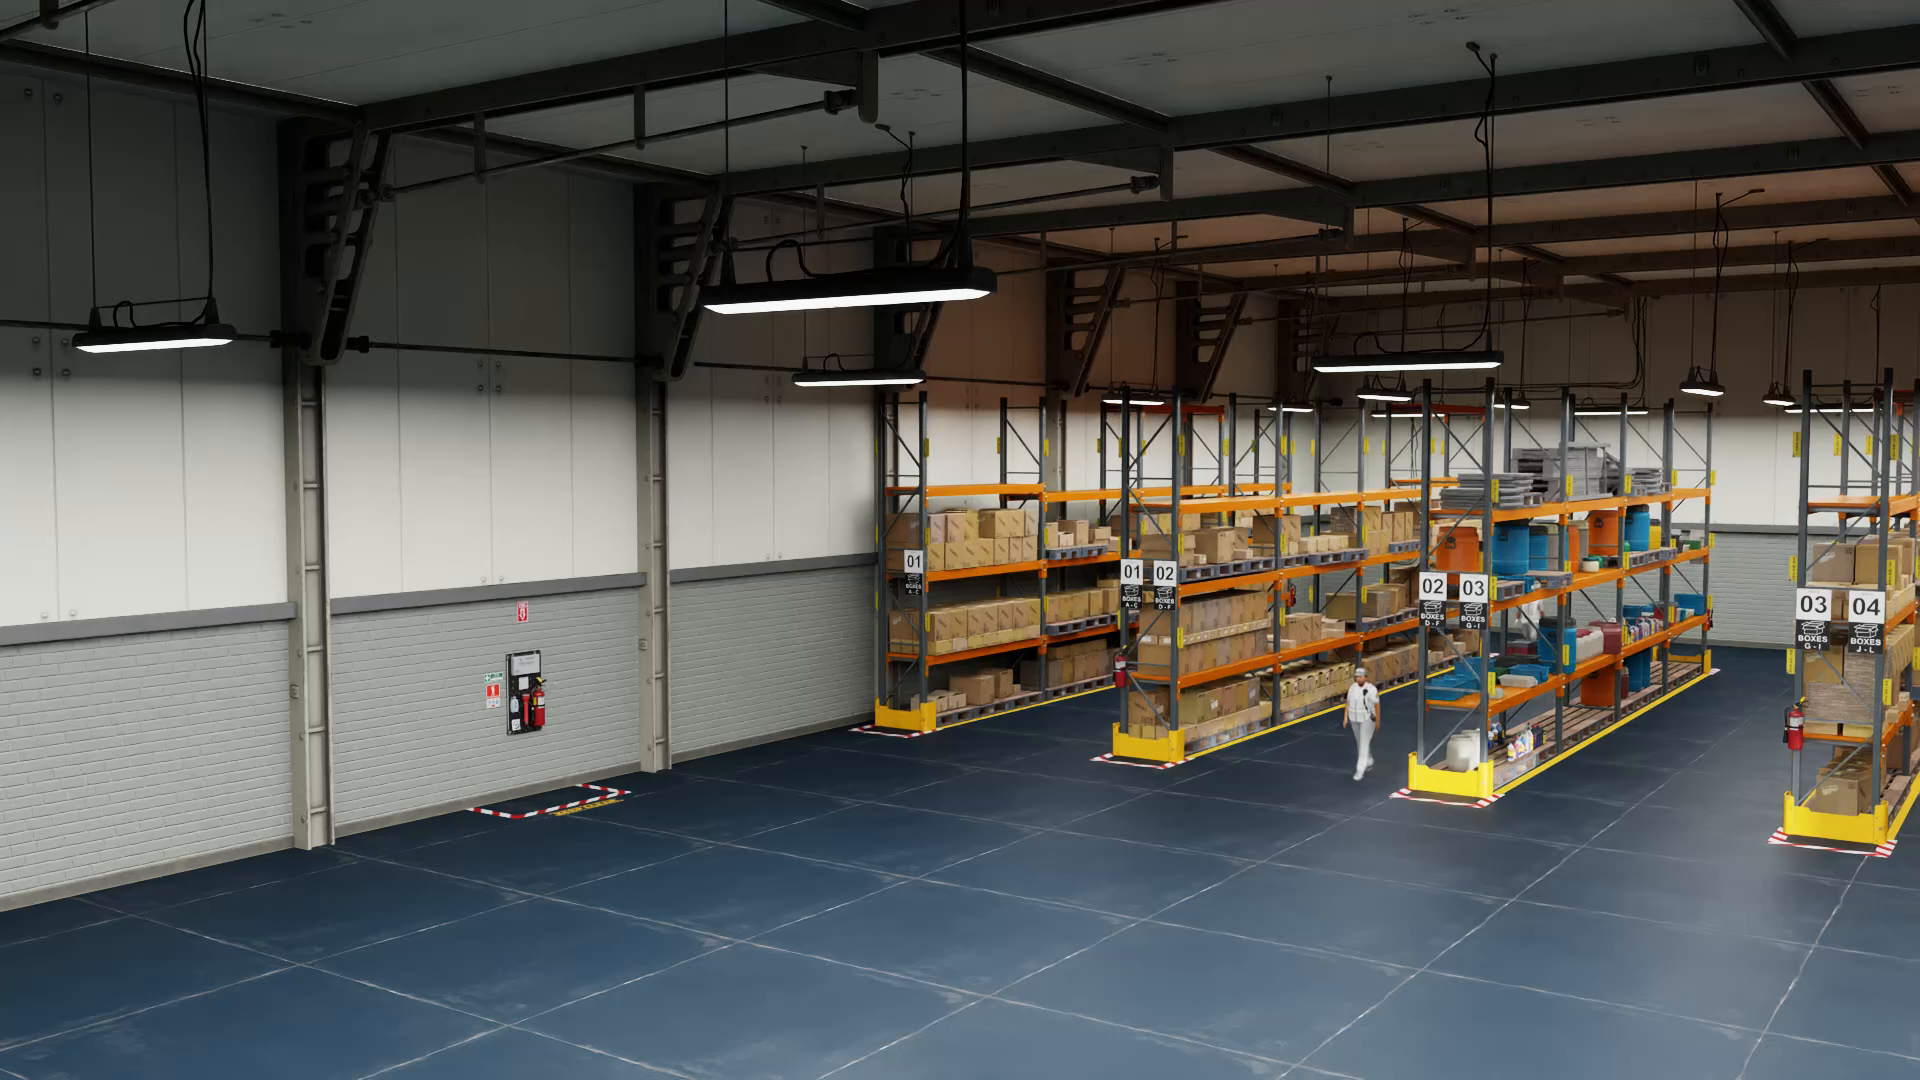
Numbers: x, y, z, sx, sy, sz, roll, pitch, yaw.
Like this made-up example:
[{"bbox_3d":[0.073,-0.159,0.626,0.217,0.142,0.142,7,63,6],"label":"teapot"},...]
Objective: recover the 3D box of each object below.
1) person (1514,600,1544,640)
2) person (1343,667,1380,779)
[{"bbox_3d":[13.433,1.953,39.219,0.612,1.727,1.090,2,4,33],"label":"person"},{"bbox_3d":[6.111,2.759,25.355,0.889,1.622,0.537,-3,4,-41],"label":"person"}]
